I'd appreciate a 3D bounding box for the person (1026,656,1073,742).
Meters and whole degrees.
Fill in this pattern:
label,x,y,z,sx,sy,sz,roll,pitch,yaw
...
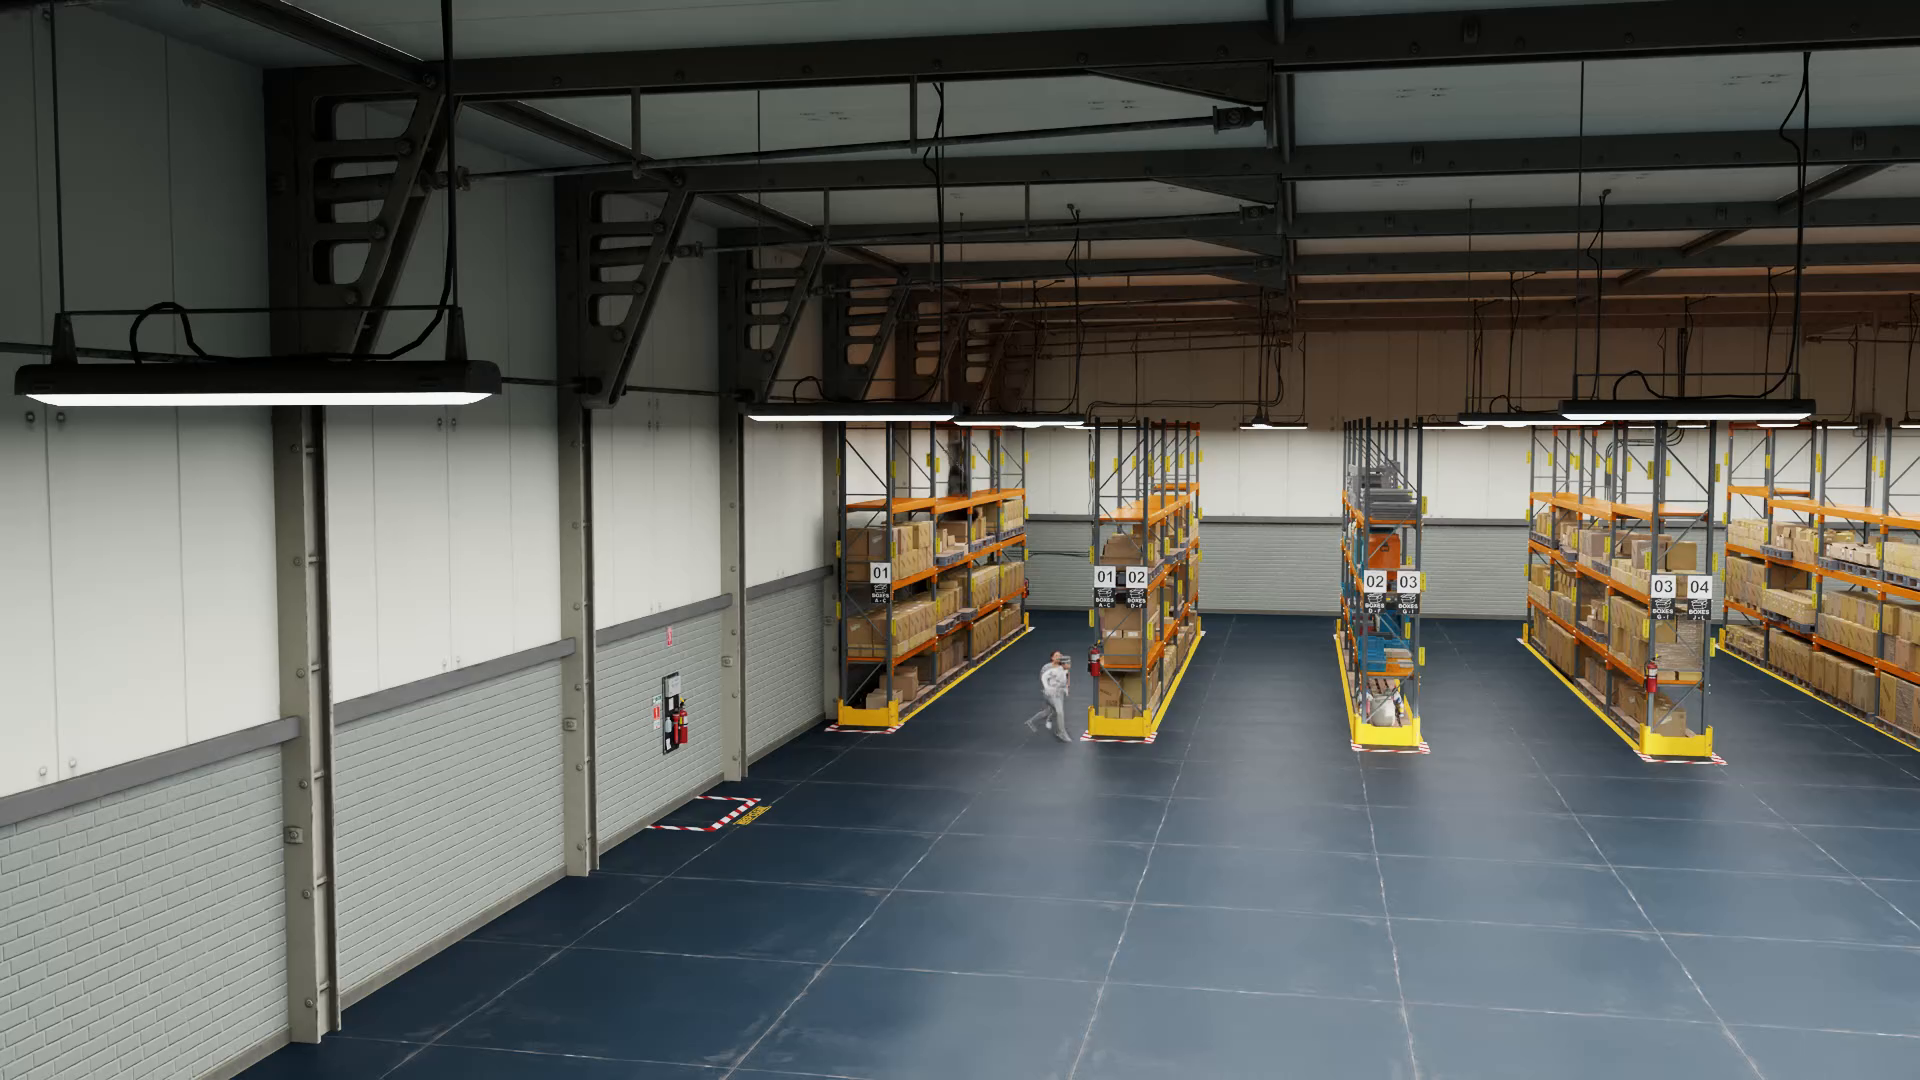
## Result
label,x,y,z,sx,sy,sz,roll,pitch,yaw
person,1.651,2.938,30.976,0.964,1.628,0.652,3,5,36

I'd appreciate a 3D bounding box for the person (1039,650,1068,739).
label,x,y,z,sx,sy,sz,roll,pitch,yaw
person,1.763,2.877,31.334,0.551,1.657,0.837,-2,4,-25

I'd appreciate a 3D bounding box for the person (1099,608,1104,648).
label,x,y,z,sx,sy,sz,roll,pitch,yaw
person,3.871,2.051,44.005,0.565,1.637,0.542,1,4,15
